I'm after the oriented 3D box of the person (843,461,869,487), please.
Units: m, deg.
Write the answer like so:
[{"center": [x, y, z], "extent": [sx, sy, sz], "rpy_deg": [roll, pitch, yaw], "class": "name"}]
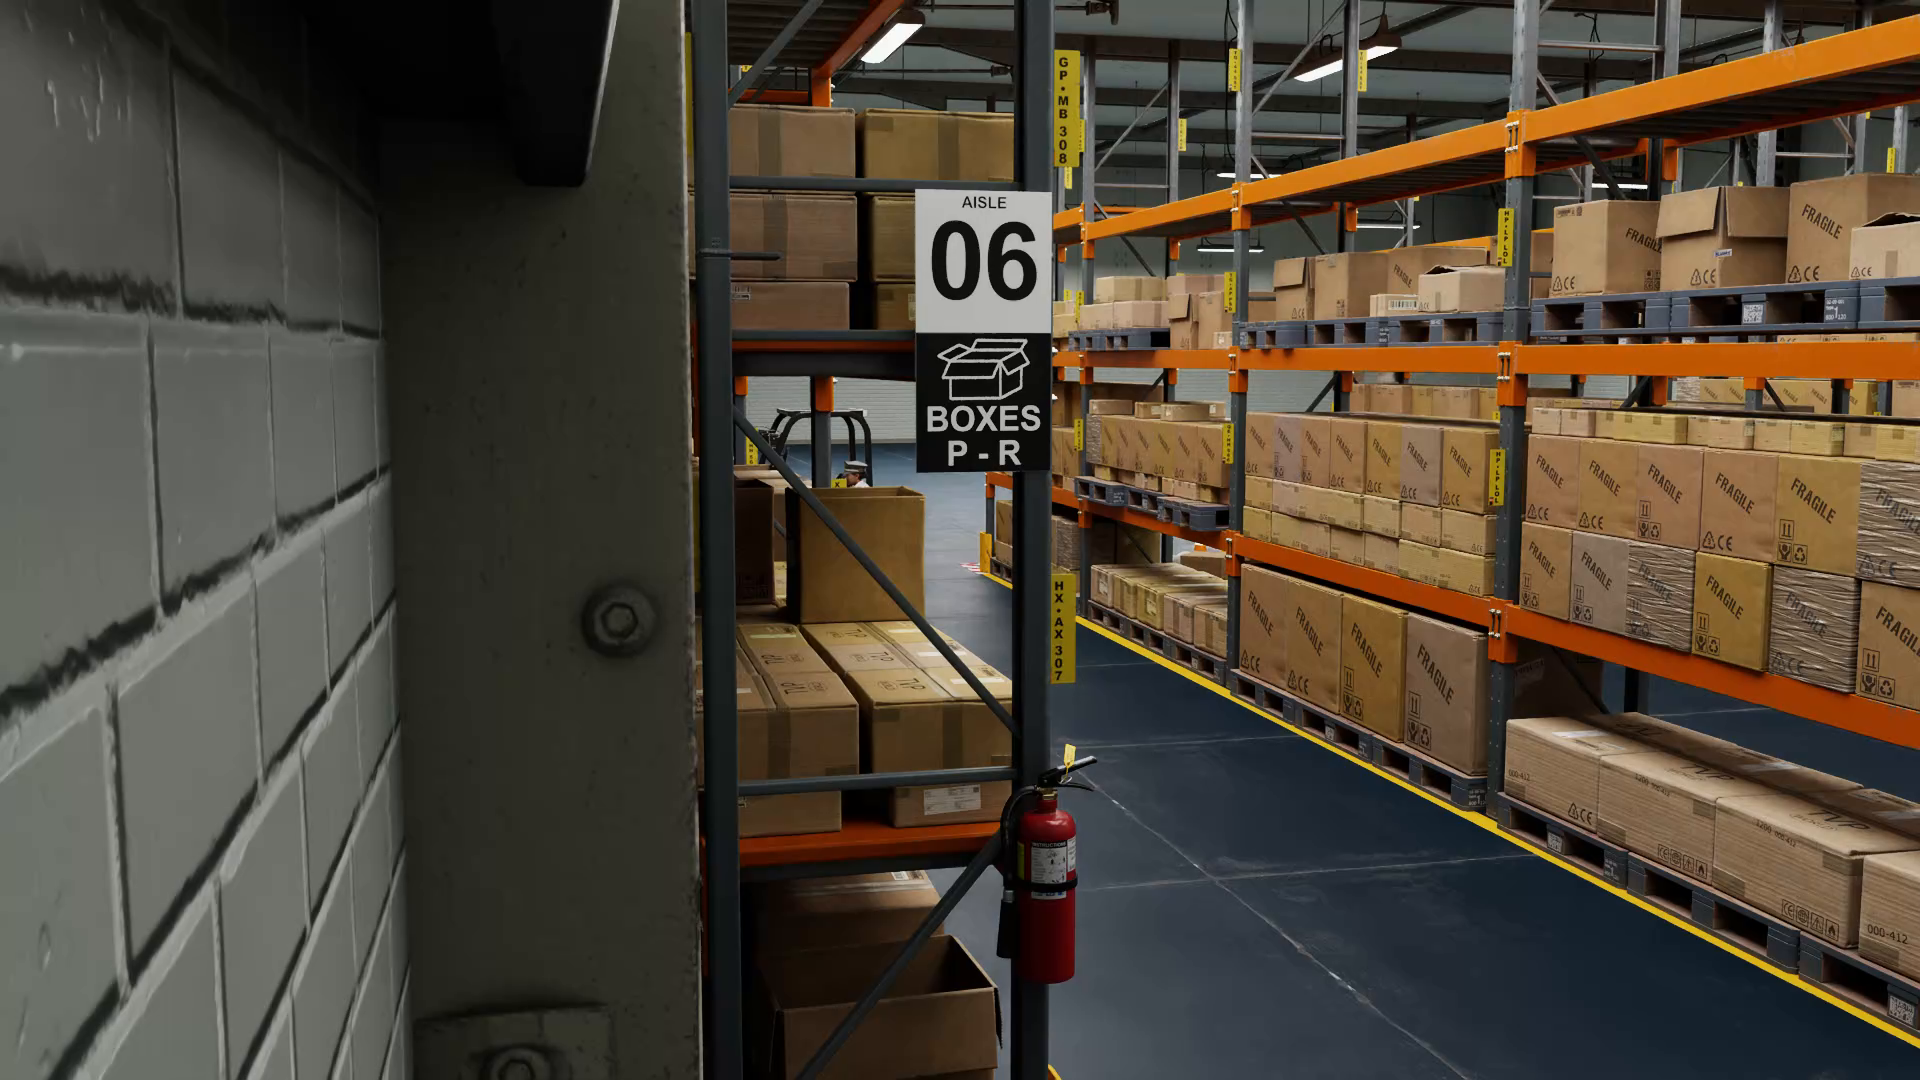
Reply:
[{"center": [-1.050, -0.004, 17.507], "extent": [0.371, 1.663, 0.530], "rpy_deg": [-1, 6, -13], "class": "person"}]
